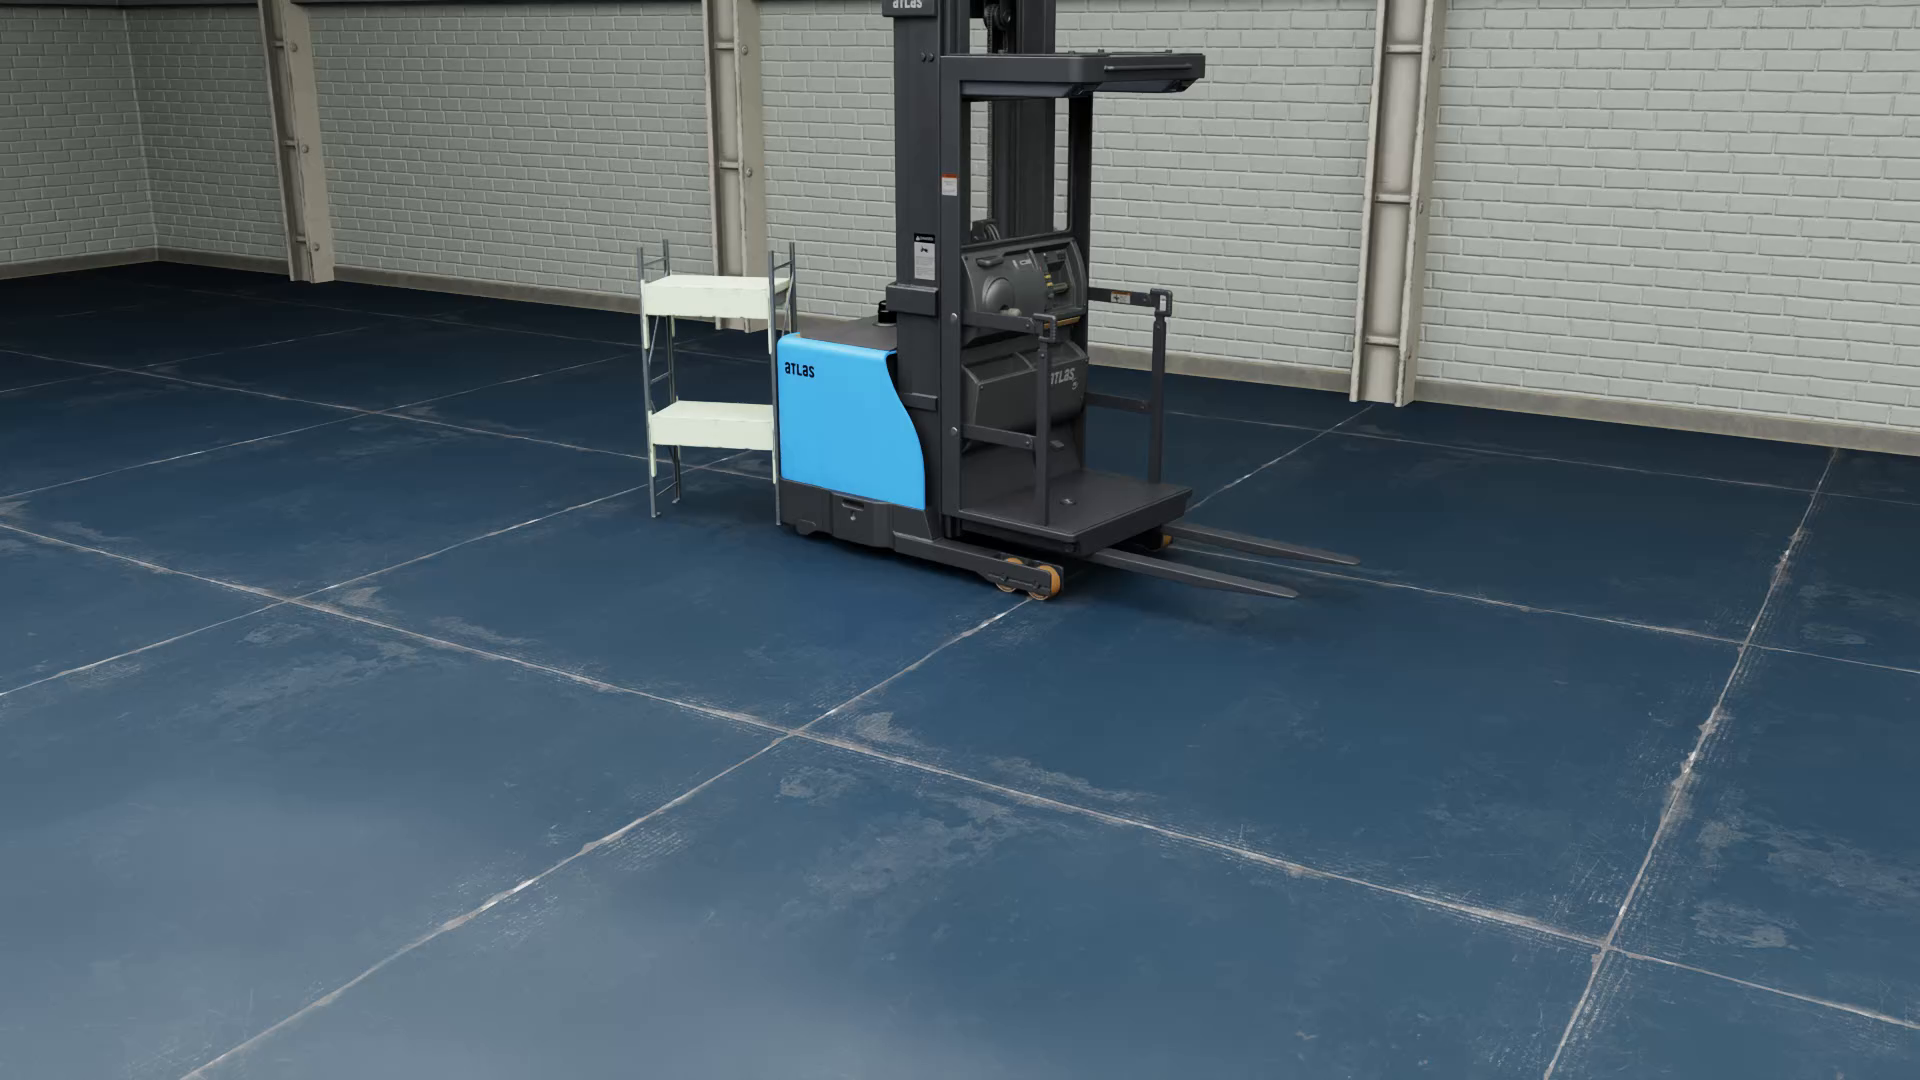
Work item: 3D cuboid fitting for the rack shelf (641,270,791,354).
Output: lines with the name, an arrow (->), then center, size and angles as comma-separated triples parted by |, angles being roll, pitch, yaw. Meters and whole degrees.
rack shelf -> -1.313, -1.249, 9.071 | 0.720, 0.370, 0.431 | 4, 17, 12

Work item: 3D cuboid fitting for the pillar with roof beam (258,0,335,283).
pillar with roof beam -> -9.363, -6.097, 13.471 | 0.400, 9.000, 9.100 | 10, 20, 30

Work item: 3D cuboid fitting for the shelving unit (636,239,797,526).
shelving unit -> -1.313, -0.876, 9.185 | 0.755, 1.500, 0.431 | 4, 17, 12

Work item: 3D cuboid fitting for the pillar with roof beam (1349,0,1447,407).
pillar with roof beam -> 0.863, -4.272, 7.462 | 0.400, 9.000, 9.100 | 10, 20, 30

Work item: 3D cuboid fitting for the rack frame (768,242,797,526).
rack frame -> -0.956, -0.854, 9.111 | 0.023, 1.500, 0.400 | 4, 17, 12

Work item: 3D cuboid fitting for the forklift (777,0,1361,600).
forklift -> 0.490, -1.288, 8.079 | 3.031, 2.935, 1.130 | 13, 21, 37

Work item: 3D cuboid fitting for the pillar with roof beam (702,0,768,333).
pillar with roof beam -> -4.250, -5.184, 10.466 | 0.400, 9.000, 9.100 | 10, 20, 30

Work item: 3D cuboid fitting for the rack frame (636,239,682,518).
rack frame -> -1.671, -0.898, 9.259 | 0.023, 1.500, 0.400 | 4, 17, 12

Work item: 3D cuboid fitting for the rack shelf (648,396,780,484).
rack shelf -> -1.313, -0.564, 9.279 | 0.720, 0.370, 0.431 | 4, 17, 12
